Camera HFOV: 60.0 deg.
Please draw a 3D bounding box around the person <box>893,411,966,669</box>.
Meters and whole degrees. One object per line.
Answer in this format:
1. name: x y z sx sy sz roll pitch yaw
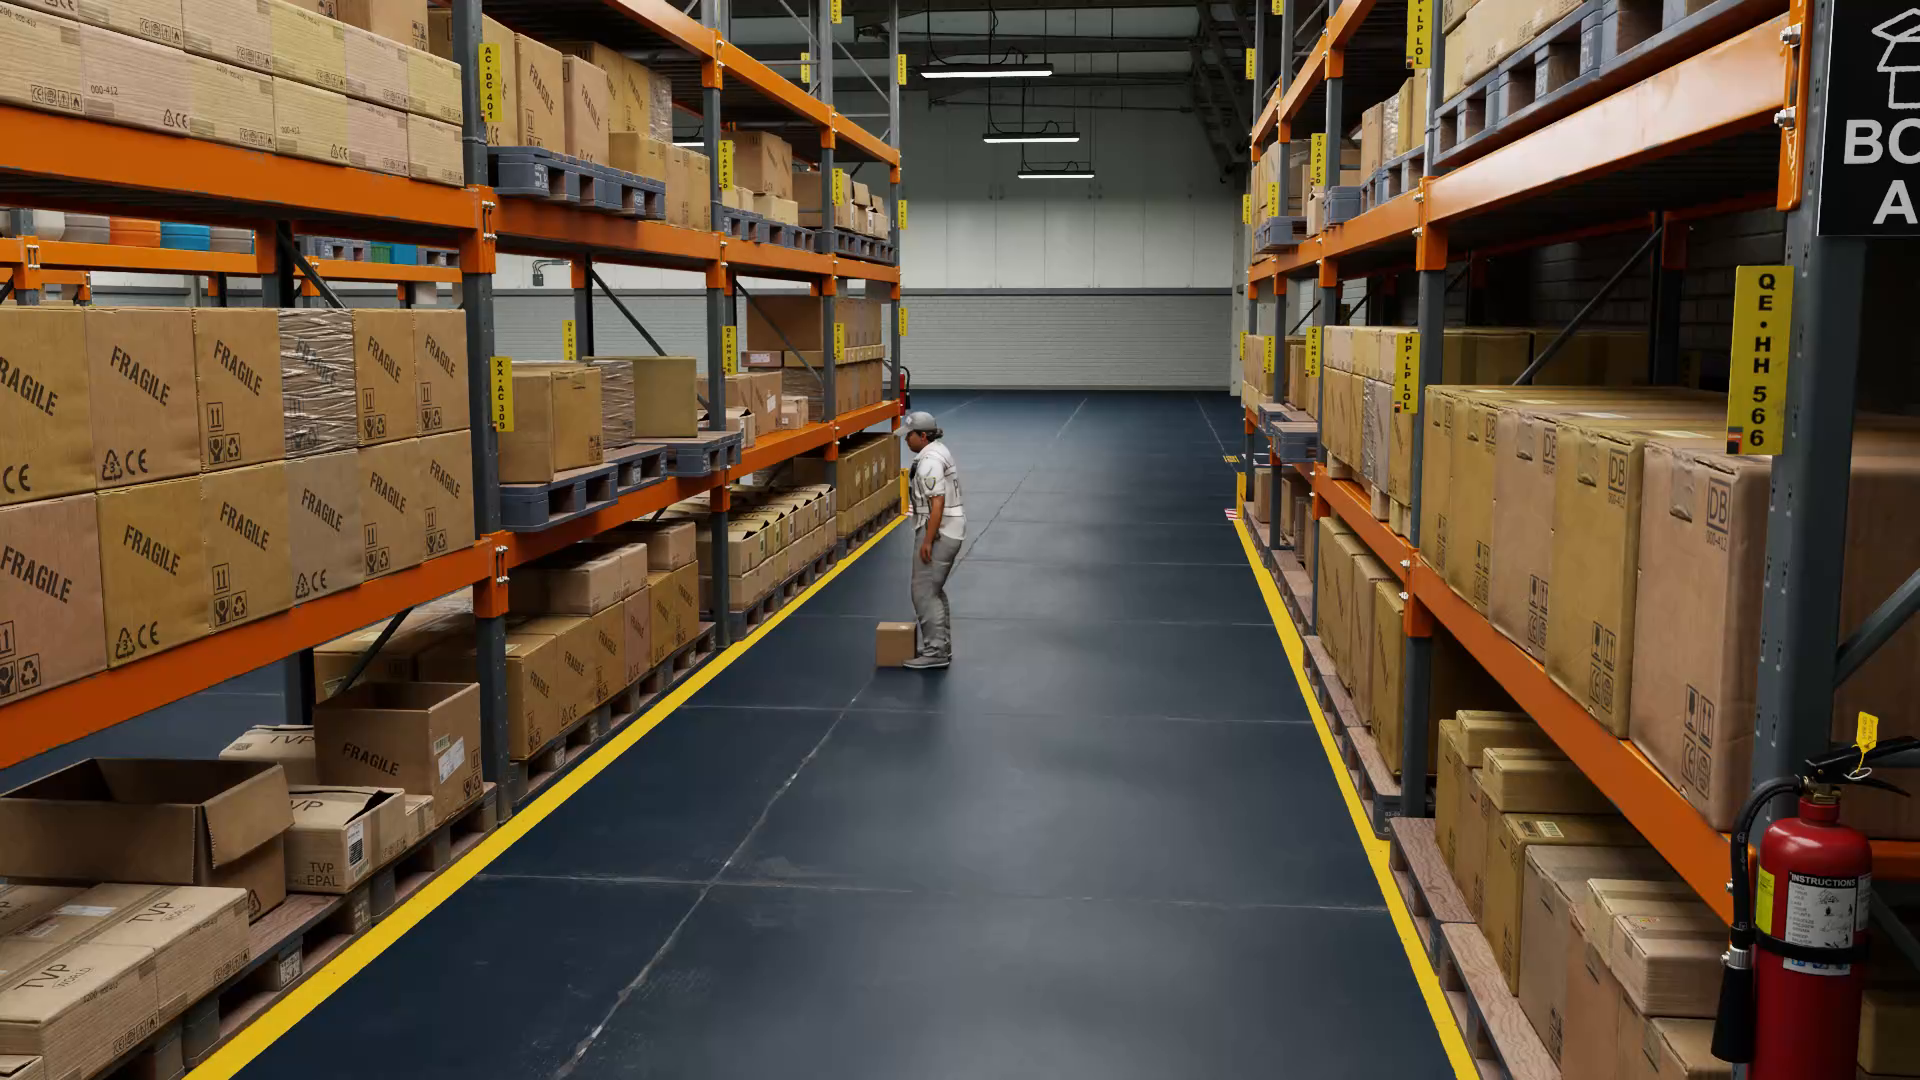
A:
1. person: -0.196 -0.010 10.855 0.469 1.665 0.560 0 8 3
